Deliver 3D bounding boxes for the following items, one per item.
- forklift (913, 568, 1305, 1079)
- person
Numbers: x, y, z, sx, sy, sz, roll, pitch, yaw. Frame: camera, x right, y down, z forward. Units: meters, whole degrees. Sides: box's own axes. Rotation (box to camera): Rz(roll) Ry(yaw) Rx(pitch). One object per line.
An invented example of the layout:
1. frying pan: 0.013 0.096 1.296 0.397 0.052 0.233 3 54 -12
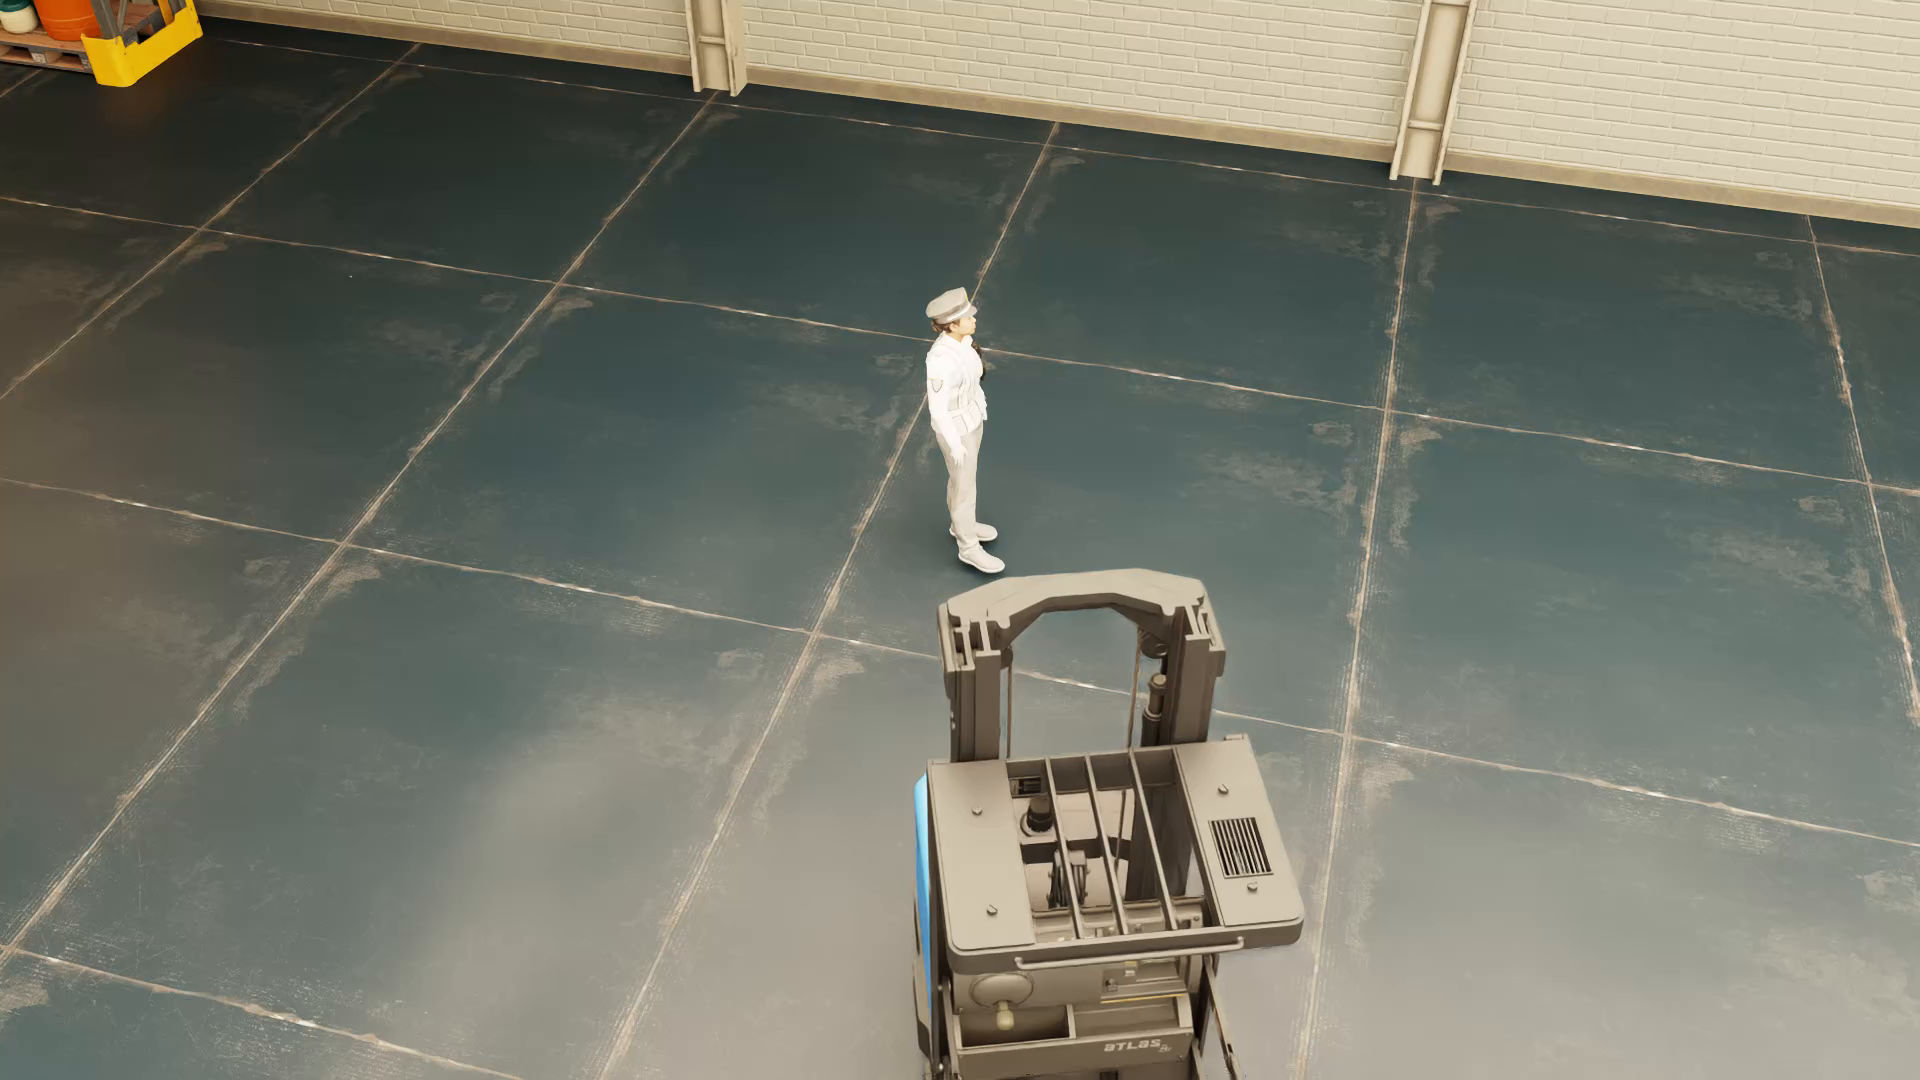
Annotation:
1. forklift: 0.460 1.658 5.970 1.130 2.935 3.031 -4 41 -5
2. person: 0.065 -0.656 9.477 0.530 1.694 0.586 10 42 11
